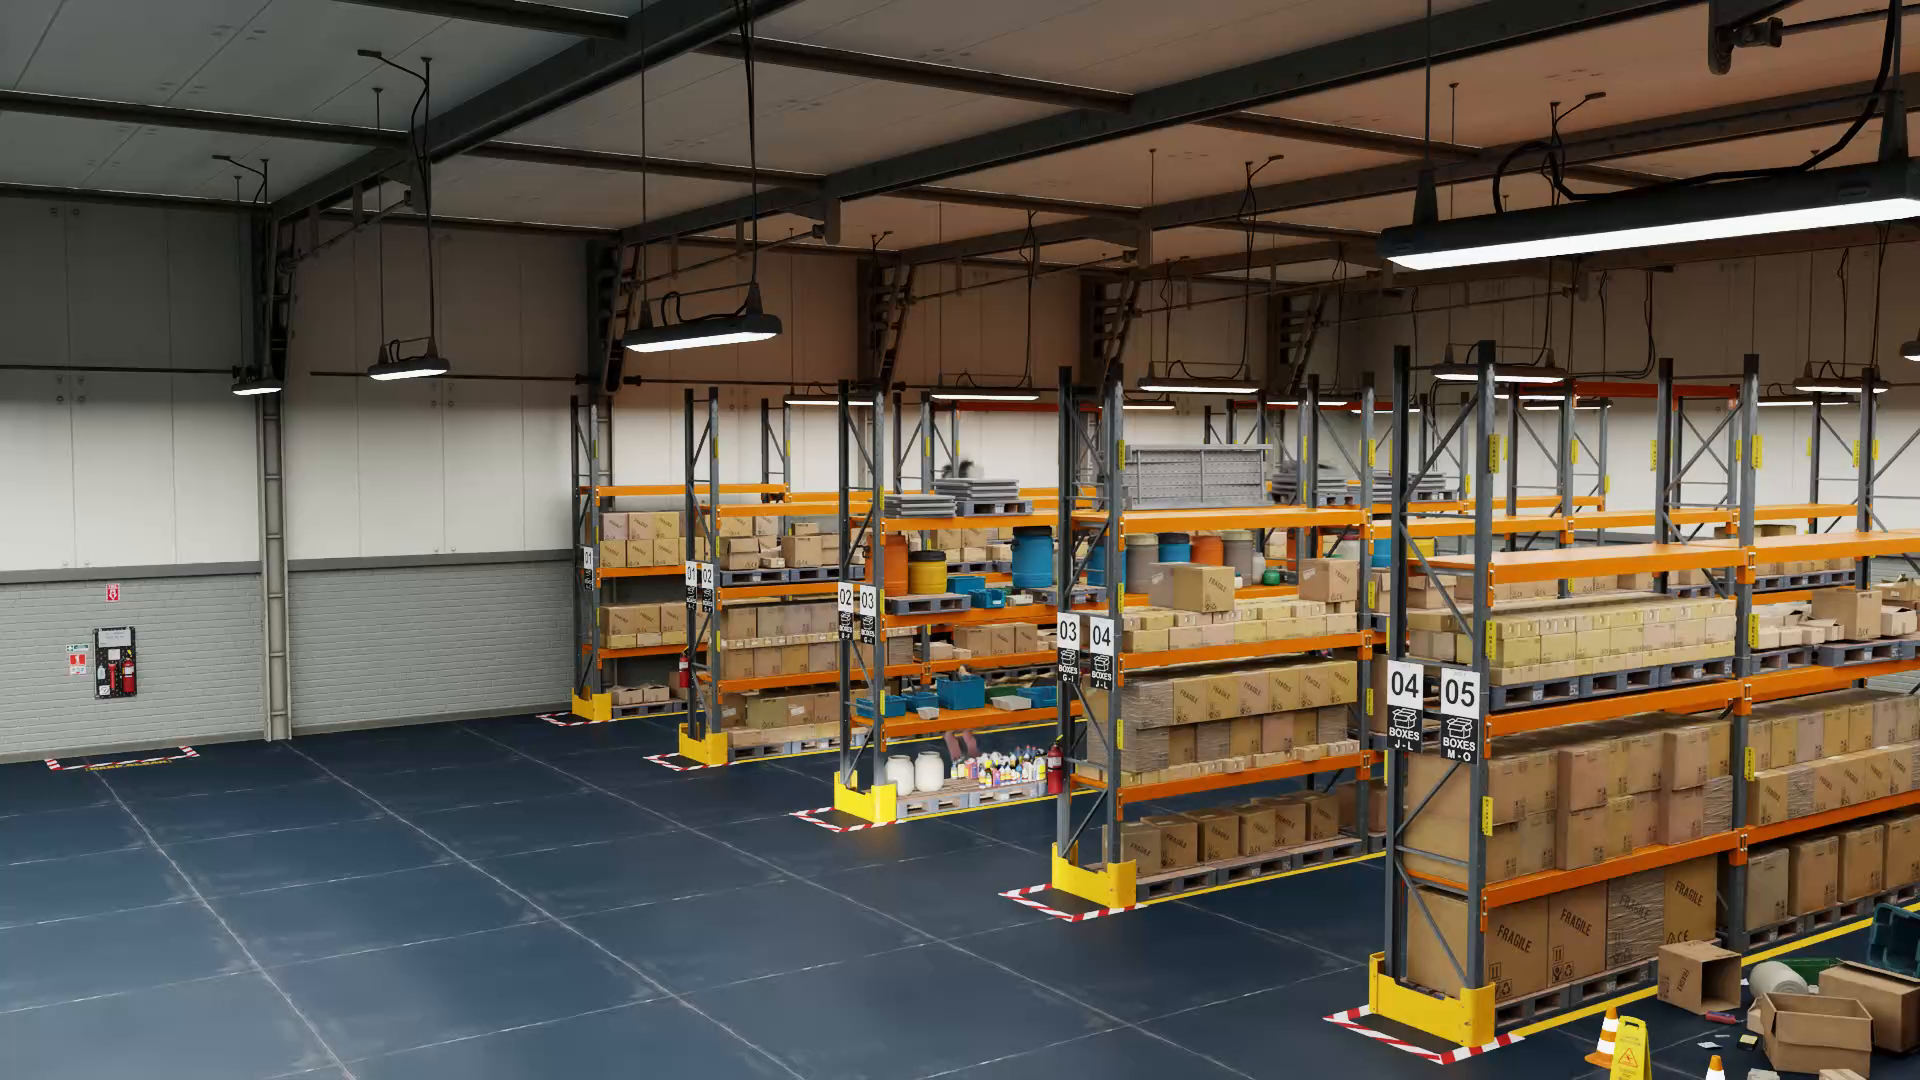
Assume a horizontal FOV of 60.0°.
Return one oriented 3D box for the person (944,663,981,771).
[{"bbox_3d":[0.067,2.771,26.031,0.555,1.703,0.700,3,5,44],"label":"person"}]
